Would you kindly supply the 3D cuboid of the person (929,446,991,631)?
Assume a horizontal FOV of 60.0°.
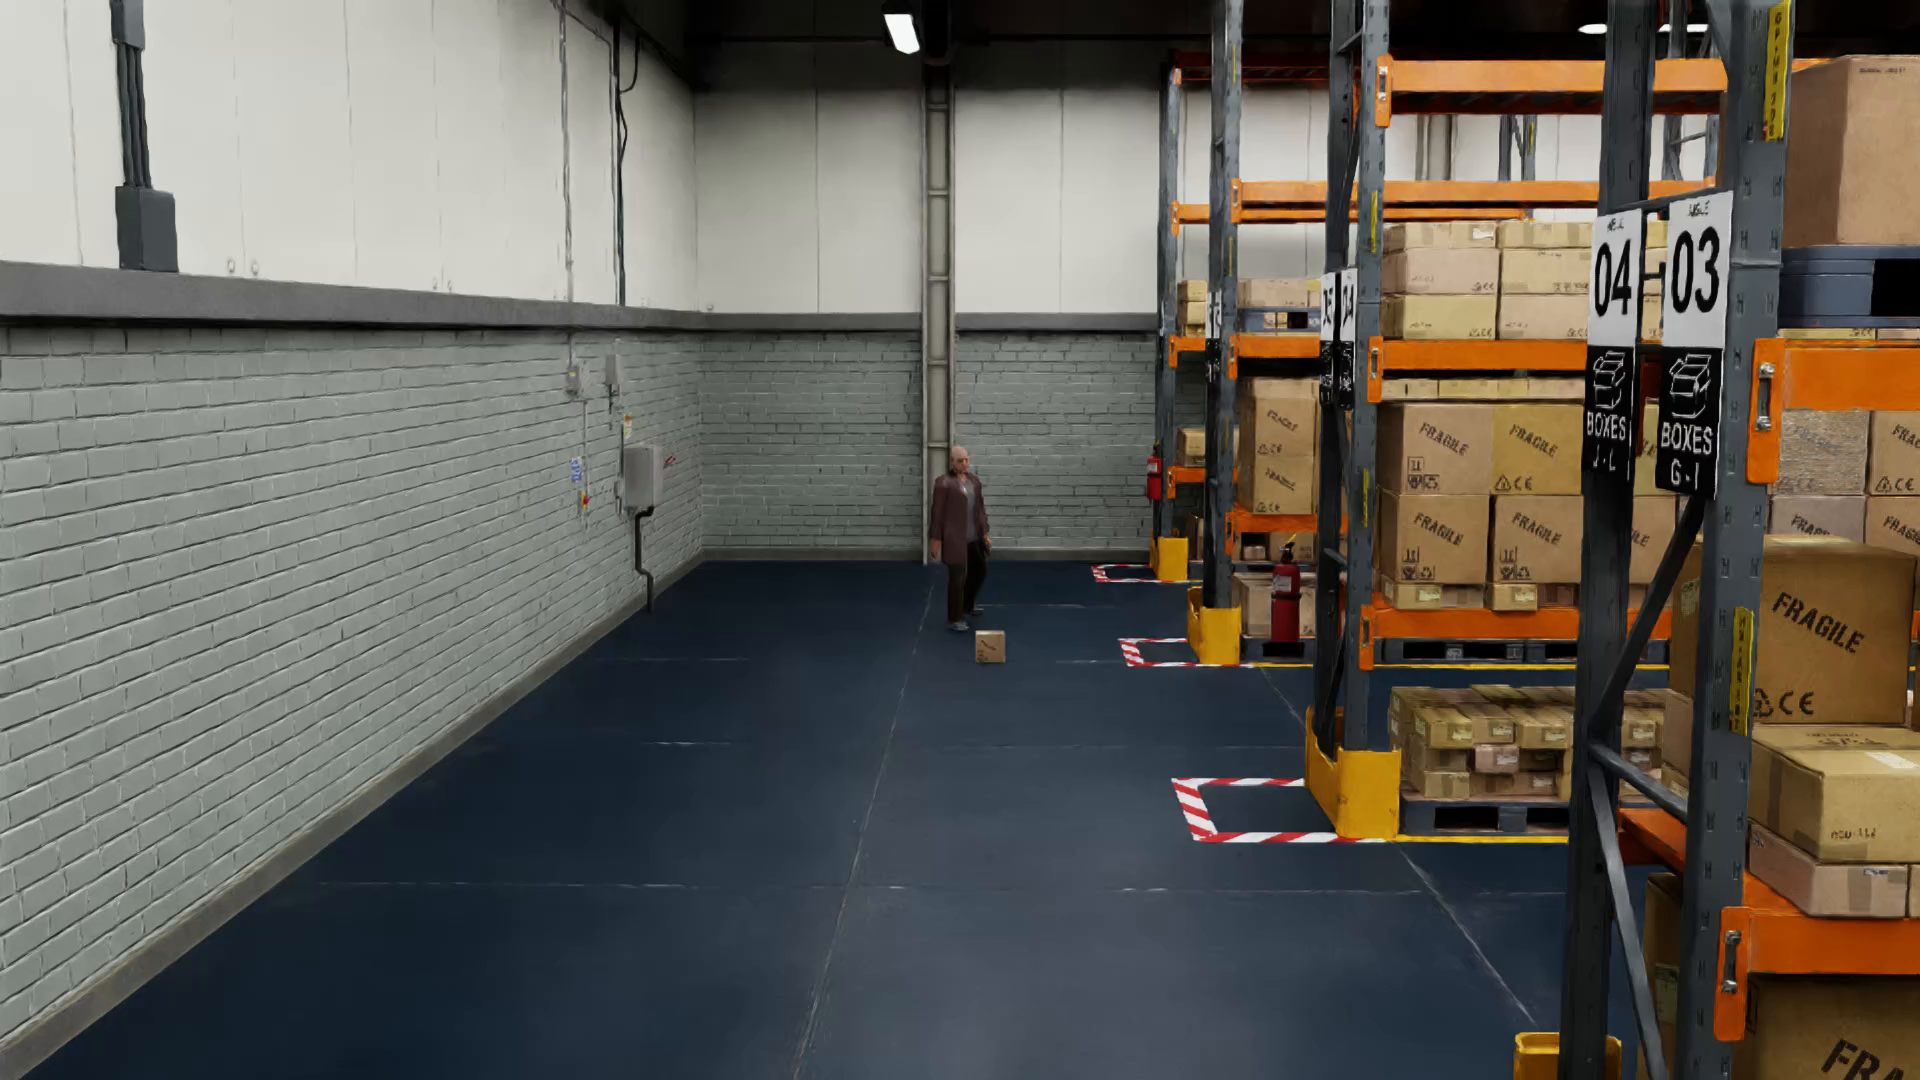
[{"bbox_3d":[0.022,-0.033,16.091,0.823,1.768,0.579,-7,10,-44],"label":"person"}]
